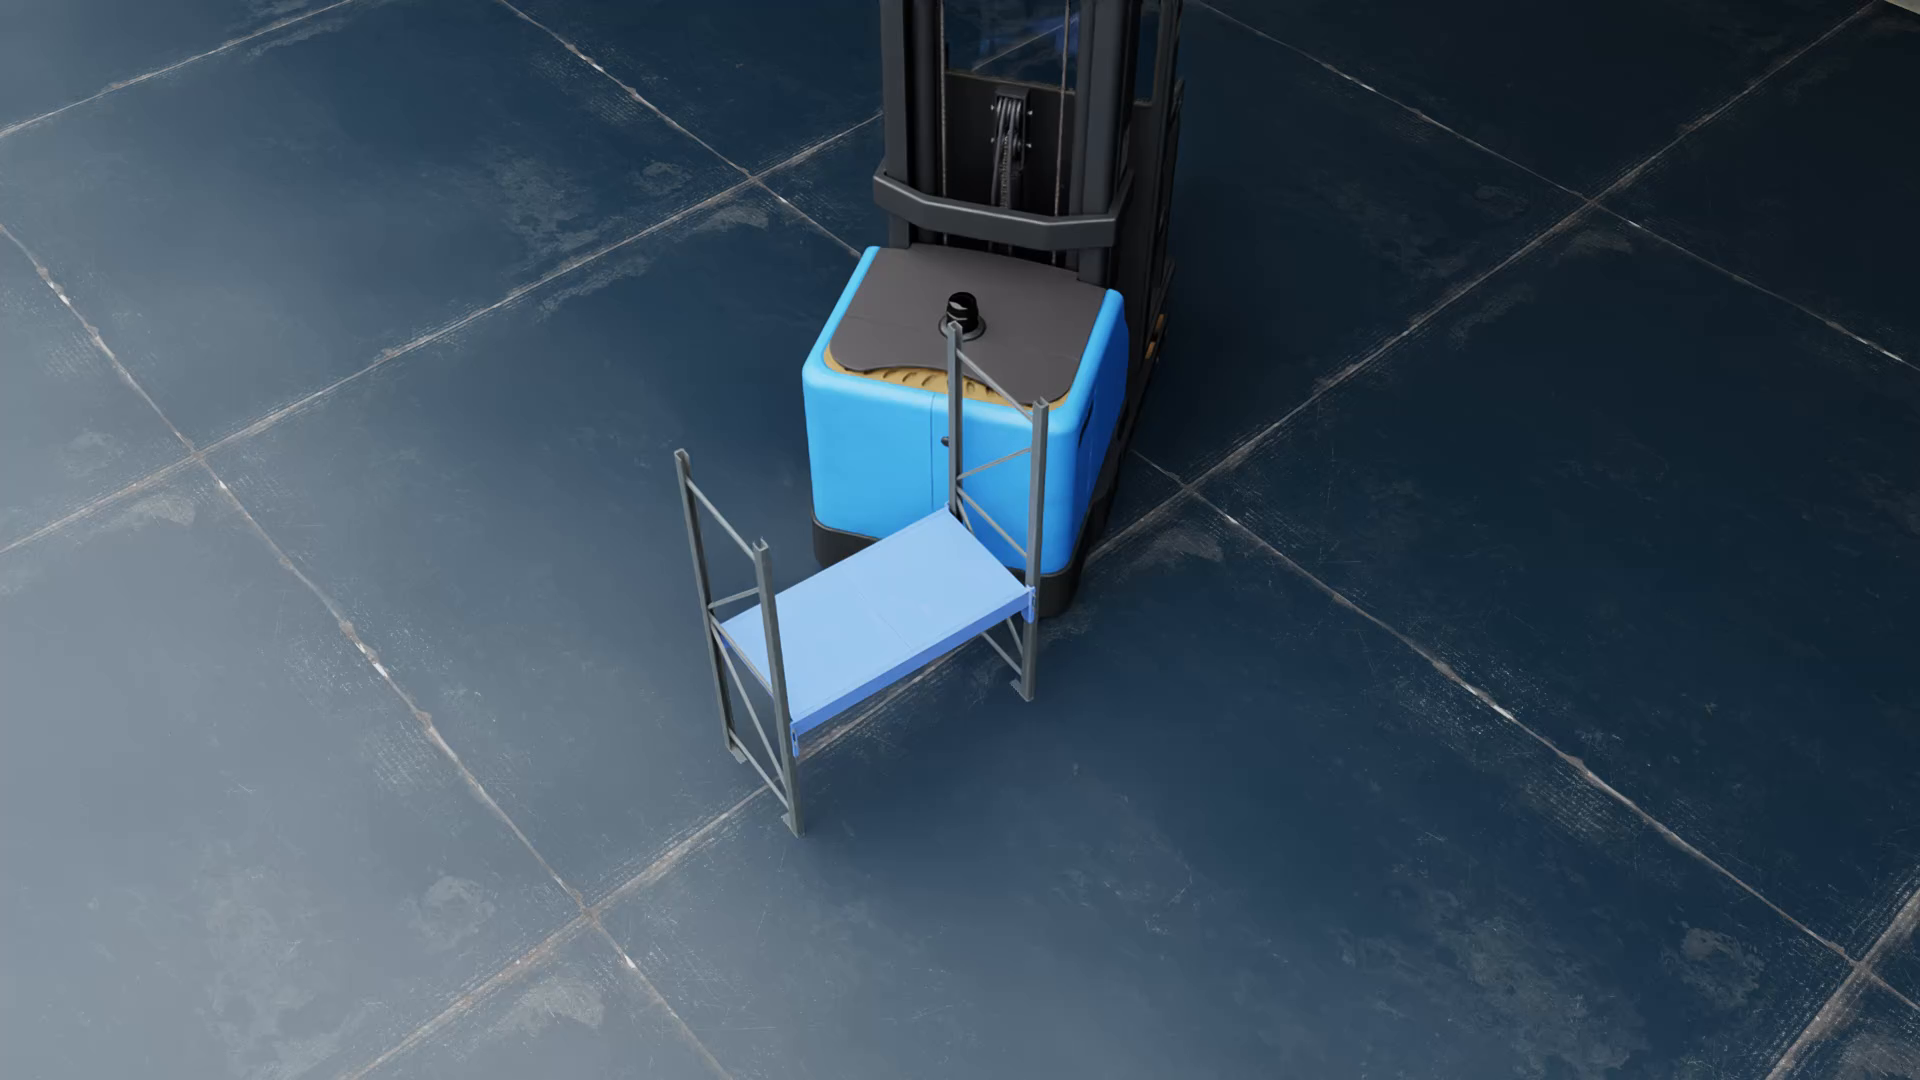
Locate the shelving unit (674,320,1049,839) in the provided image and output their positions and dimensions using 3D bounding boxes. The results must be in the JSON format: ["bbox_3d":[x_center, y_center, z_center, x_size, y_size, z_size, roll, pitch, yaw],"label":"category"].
[{"bbox_3d":[-0.293,0.166,5.629,1.048,1.500,0.538,-28,53,-24],"label":"shelving unit"}]

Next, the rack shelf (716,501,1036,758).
[{"bbox_3d":[-0.293,0.288,5.761,1.000,0.185,0.538,-28,53,-24],"label":"rack shelf"}]

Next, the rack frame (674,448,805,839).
[{"bbox_3d":[-0.704,0.386,5.426,0.032,1.500,0.500,-28,53,-24],"label":"rack frame"}]

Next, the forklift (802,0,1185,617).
[{"bbox_3d":[0.325,-1.802,6.472,1.130,2.935,3.031,12,48,11],"label":"forklift"}]

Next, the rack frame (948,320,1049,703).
[{"bbox_3d":[0.118,-0.053,5.832,0.032,1.500,0.500,-28,53,-24],"label":"rack frame"}]
